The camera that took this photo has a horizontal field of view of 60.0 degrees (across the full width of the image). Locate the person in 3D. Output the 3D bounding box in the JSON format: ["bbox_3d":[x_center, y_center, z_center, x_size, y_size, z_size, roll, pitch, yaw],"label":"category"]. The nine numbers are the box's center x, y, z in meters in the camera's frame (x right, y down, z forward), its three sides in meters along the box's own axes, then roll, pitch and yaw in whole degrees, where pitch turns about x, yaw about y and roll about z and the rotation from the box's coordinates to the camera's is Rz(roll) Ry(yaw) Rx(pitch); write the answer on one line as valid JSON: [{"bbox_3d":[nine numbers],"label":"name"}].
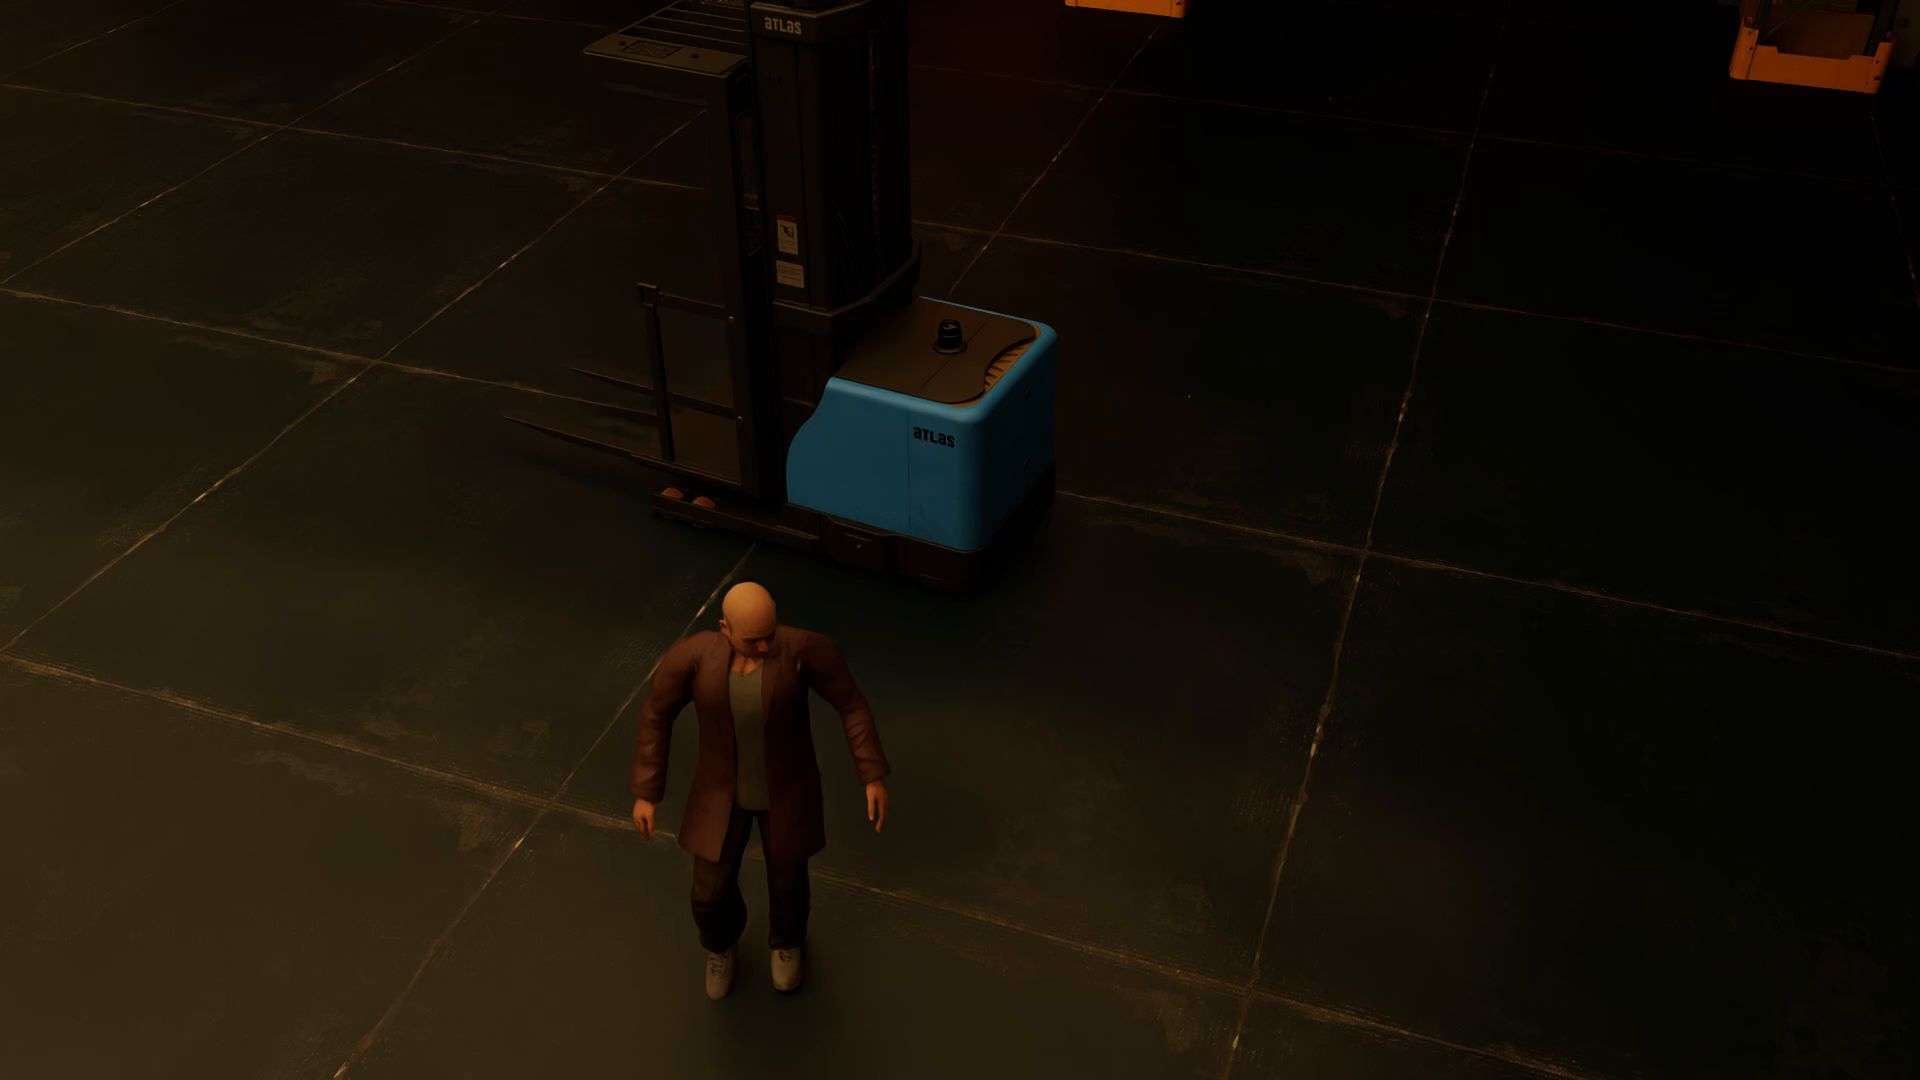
[{"bbox_3d":[-0.689,0.920,5.869,0.917,1.792,0.486,1,35,2],"label":"person"}]

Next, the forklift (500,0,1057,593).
[{"bbox_3d":[-1.055,-1.512,8.243,3.031,2.935,1.130,16,38,21],"label":"forklift"}]
